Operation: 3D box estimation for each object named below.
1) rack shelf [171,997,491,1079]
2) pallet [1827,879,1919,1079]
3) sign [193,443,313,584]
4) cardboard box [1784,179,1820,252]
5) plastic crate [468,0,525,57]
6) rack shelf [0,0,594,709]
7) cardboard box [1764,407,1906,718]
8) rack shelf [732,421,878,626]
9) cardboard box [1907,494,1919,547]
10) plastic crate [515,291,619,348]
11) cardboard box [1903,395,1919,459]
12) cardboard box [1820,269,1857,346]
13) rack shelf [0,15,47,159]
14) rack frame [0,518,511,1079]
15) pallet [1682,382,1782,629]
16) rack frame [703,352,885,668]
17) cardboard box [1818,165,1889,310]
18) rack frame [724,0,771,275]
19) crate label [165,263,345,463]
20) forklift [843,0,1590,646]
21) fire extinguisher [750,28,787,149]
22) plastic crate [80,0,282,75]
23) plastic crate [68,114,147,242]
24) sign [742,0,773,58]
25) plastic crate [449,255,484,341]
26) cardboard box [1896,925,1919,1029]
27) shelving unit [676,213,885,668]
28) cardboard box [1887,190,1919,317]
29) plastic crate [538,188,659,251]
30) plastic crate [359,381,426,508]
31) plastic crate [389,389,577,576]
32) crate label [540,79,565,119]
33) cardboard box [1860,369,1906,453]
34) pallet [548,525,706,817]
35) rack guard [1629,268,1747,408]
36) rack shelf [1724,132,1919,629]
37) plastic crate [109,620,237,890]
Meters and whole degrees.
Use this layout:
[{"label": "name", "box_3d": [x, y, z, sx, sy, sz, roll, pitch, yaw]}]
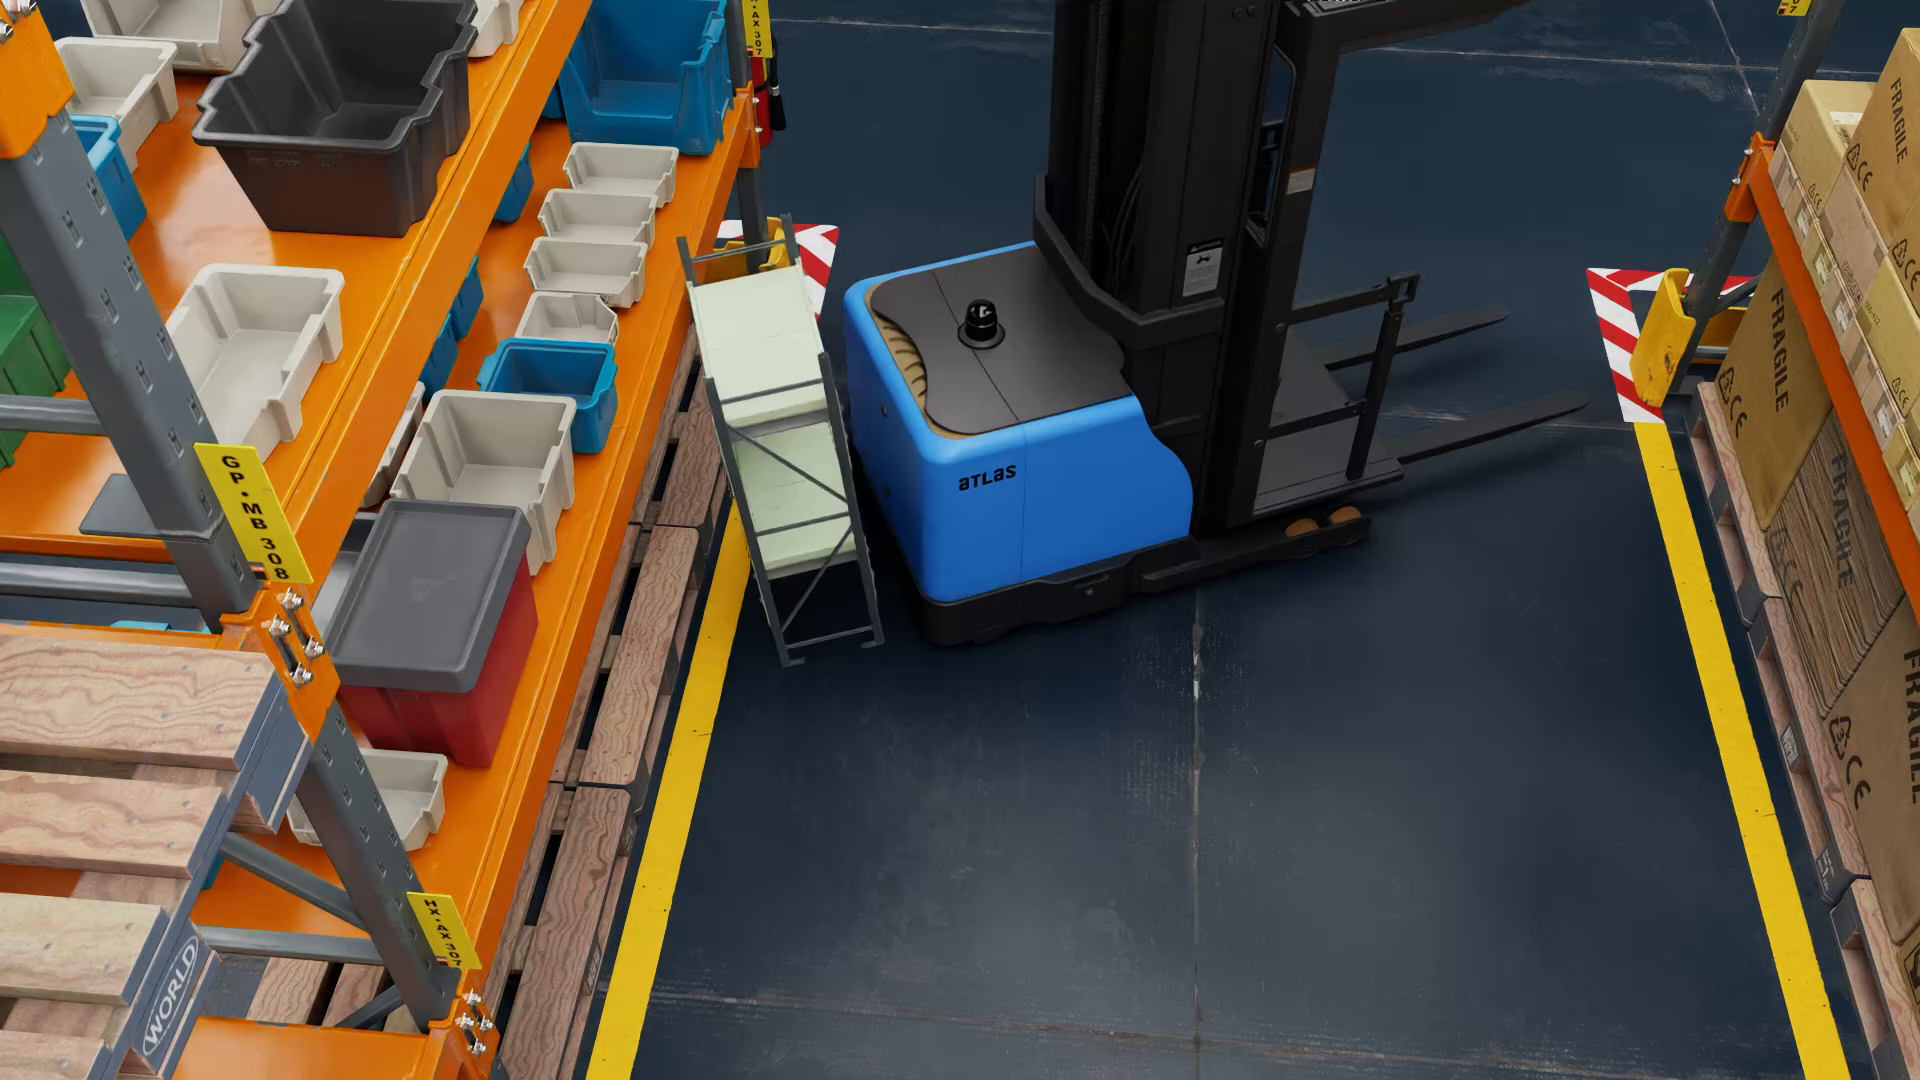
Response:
[{"label": "rack shelf", "box_3d": [-1.890, 2.651, 2.806, 1.077, 0.370, 4.000, 4, 48, 4]}, {"label": "pallet", "box_3d": [3.372, 1.659, 5.116, 1.003, 0.211, 1.213, 4, 48, 4]}, {"label": "sign", "box_3d": [-1.160, -0.039, 2.740, 0.100, 0.325, 0.005, 4, 48, 4]}, {"label": "cardboard box", "box_3d": [3.206, -1.156, 5.971, 0.380, 0.149, 0.250, 3, 48, 3]}, {"label": "plastic crate", "box_3d": [-1.284, -1.389, 4.160, 0.437, 0.136, 0.530, 4, 48, 4]}, {"label": "rack shelf", "box_3d": [-1.526, -1.301, 4.388, 1.077, 0.370, 4.000, 4, 48, 4]}, {"label": "cardboard box", "box_3d": [3.528, 0.052, 5.851, 0.875, 0.875, 0.875, 4, 48, 4]}, {"label": "rack shelf", "box_3d": [-0.603, -0.106, 6.267, 0.431, 0.370, 0.720, -13, 49, -5]}, {"label": "cardboard box", "box_3d": [3.067, -0.021, 4.933, 0.380, 0.149, 0.250, 5, 48, 4]}, {"label": "plastic crate", "box_3d": [-1.288, -0.684, 5.507, 0.298, 0.136, 0.250, 4, 48, 4]}, {"label": "cardboard box", "box_3d": [3.144, -0.248, 4.870, 0.500, 0.250, 0.500, 3, 48, 3]}, {"label": "cardboard box", "box_3d": [3.161, -0.776, 5.623, 0.380, 0.149, 0.250, 3, 48, 3]}, {"label": "rack shelf", "box_3d": [-1.890, 0.761, 0.740, 1.077, 0.370, 4.000, 4, 48, 4]}, {"label": "rack frame", "box_3d": [-1.708, 0.938, 3.885, 1.000, 3.000, 0.127, 4, 48, 4]}, {"label": "pallet", "box_3d": [3.594, -0.134, 6.756, 1.003, 0.211, 1.213, 4, 48, 4]}, {"label": "rack frame", "box_3d": [-0.546, -0.053, 5.783, 0.400, 1.500, 0.023, -13, 49, -5]}, {"label": "cardboard box", "box_3d": [3.236, -1.001, 5.559, 0.500, 0.250, 0.500, 3, 48, 3]}, {"label": "rack frame", "box_3d": [-1.343, -2.001, 6.573, 1.000, 3.000, 0.127, 4, 48, 4]}, {"label": "crate label", "box_3d": [-1.375, -0.325, 3.187, 0.293, 0.136, 0.466, 4, 48, 4]}, {"label": "forklift", "box_3d": [1.122, -1.266, 5.948, 3.031, 2.935, 1.130, -15, 49, -14]}, {"label": "fire extinguisher", "box_3d": [-0.877, -1.929, 6.813, 0.296, 0.674, 0.183, 4, 48, 4]}, {"label": "plastic crate", "box_3d": [-1.853, -1.366, 4.040, 0.437, 0.282, 0.530, 4, 48, 4]}, {"label": "plastic crate", "box_3d": [-1.943, -0.708, 3.471, 0.416, 0.233, 0.300, 4, 48, 4]}, {"label": "sign", "box_3d": [-0.794, -2.031, 6.490, 0.100, 0.325, 0.005, 4, 48, 4]}, {"label": "plastic crate", "box_3d": [-1.814, -0.838, 5.582, 0.416, 0.233, 0.300, 4, 48, 4]}, {"label": "cardboard box", "box_3d": [3.364, 1.367, 4.648, 0.875, 0.875, 0.875, 4, 48, 4]}, {"label": "shelving unit", "box_3d": [-0.630, -0.318, 6.021, 0.431, 1.500, 0.755, -13, 49, -5]}, {"label": "cardboard box", "box_3d": [3.190, -0.888, 4.947, 0.500, 0.500, 0.500, 3, 48, 2]}, {"label": "plastic crate", "box_3d": [-1.278, -1.109, 5.895, 0.396, 0.136, 0.243, 4, 48, 4]}, {"label": "plastic crate", "box_3d": [-1.848, -0.293, 5.149, 0.293, 0.136, 0.466, 4, 48, 4]}, {"label": "plastic crate", "box_3d": [-1.385, -0.152, 4.922, 0.437, 0.282, 0.530, 4, 48, 4]}, {"label": "crate label", "box_3d": [-1.694, -1.806, 6.467, 0.416, 0.233, 0.303, 4, 48, 4]}, {"label": "cardboard box", "box_3d": [3.113, -0.400, 5.279, 0.380, 0.149, 0.250, 3, 48, 3]}, {"label": "pallet", "box_3d": [-1.571, 0.437, 6.233, 1.003, 0.211, 1.213, 4, 48, 4]}, {"label": "rack guard", "box_3d": [3.591, -0.842, 7.207, 1.175, 0.500, 0.348, 4, 48, 4]}, {"label": "rack shelf", "box_3d": [3.407, 0.044, 5.190, 1.077, 0.370, 4.000, 4, 48, 4]}, {"label": "plastic crate", "box_3d": [-2.005, 0.557, 4.204, 0.392, 0.384, 0.575, 4, 48, 4]}]
